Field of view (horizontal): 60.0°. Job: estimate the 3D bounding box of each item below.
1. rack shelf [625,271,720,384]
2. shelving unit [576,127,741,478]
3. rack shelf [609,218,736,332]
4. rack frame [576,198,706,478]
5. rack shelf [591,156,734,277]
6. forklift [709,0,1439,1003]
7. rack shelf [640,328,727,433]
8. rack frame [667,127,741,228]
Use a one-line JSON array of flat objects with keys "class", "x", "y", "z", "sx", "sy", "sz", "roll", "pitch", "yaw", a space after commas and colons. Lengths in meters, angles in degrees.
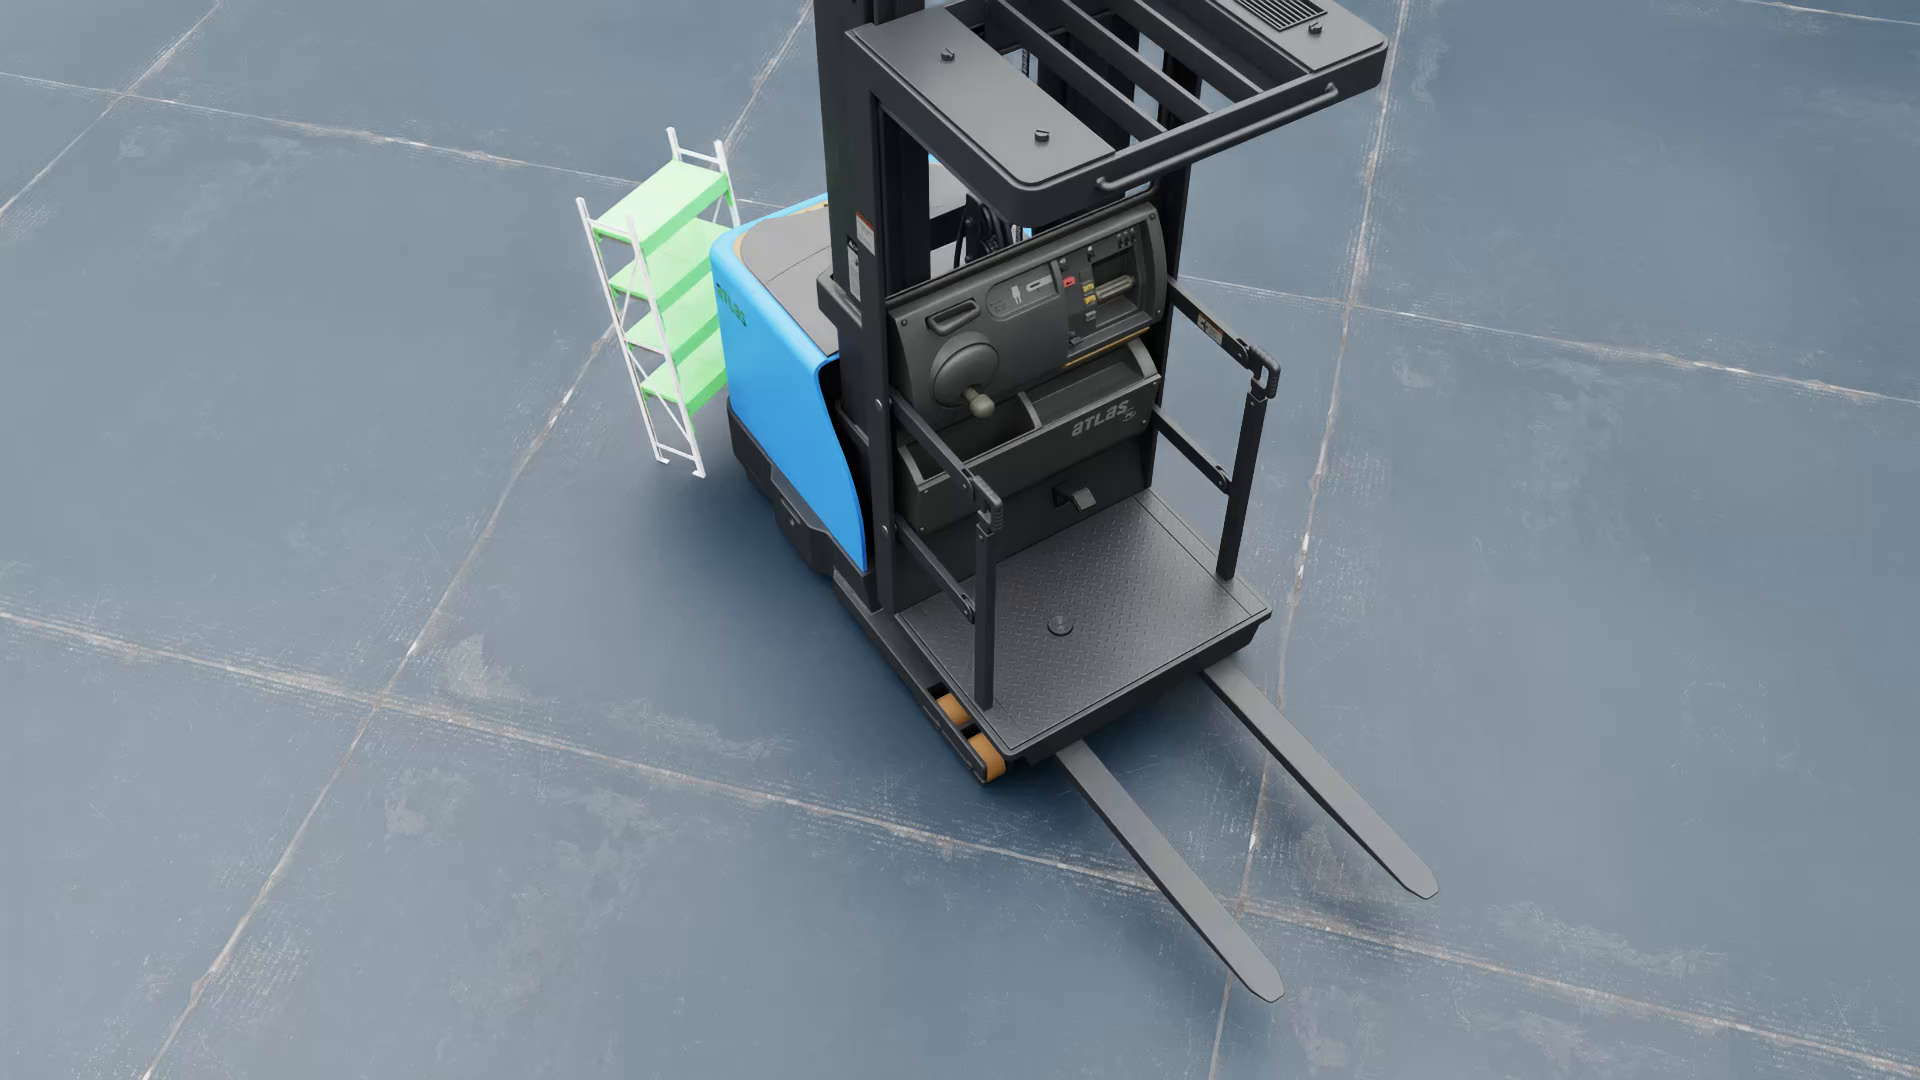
[{"class": "rack shelf", "x": -1.009, "y": -0.814, "z": 6.235, "sx": 0.258, "sy": 0.148, "sz": 0.480, "roll": 21, "pitch": 51, "yaw": 26}, {"class": "shelving unit", "x": -1.015, "y": -0.859, "z": 6.191, "sx": 0.258, "sy": 1.200, "sz": 0.503, "roll": 21, "pitch": 51, "yaw": 26}, {"class": "rack shelf", "x": -1.033, "y": -0.984, "z": 6.067, "sx": 0.258, "sy": 0.148, "sz": 0.480, "roll": 21, "pitch": 51, "yaw": 26}, {"class": "rack frame", "x": -1.147, "y": -0.705, "z": 6.054, "sx": 0.240, "sy": 1.200, "sz": 0.015, "roll": 21, "pitch": 51, "yaw": 26}, {"class": "rack shelf", "x": -1.058, "y": -1.153, "z": 5.899, "sx": 0.258, "sy": 0.148, "sz": 0.480, "roll": 21, "pitch": 51, "yaw": 26}, {"class": "forklift", "x": 0.342, "y": -0.577, "z": 4.805, "sx": 1.130, "sy": 2.935, "sz": 3.031, "roll": -26, "pitch": 54, "yaw": -21}, {"class": "rack shelf", "x": -0.985, "y": -0.644, "z": 6.404, "sx": 0.258, "sy": 0.148, "sz": 0.480, "roll": 21, "pitch": 51, "yaw": 26}, {"class": "rack frame", "x": -0.884, "y": -1.013, "z": 6.327, "sx": 0.240, "sy": 1.200, "sz": 0.015, "roll": 21, "pitch": 51, "yaw": 26}]
